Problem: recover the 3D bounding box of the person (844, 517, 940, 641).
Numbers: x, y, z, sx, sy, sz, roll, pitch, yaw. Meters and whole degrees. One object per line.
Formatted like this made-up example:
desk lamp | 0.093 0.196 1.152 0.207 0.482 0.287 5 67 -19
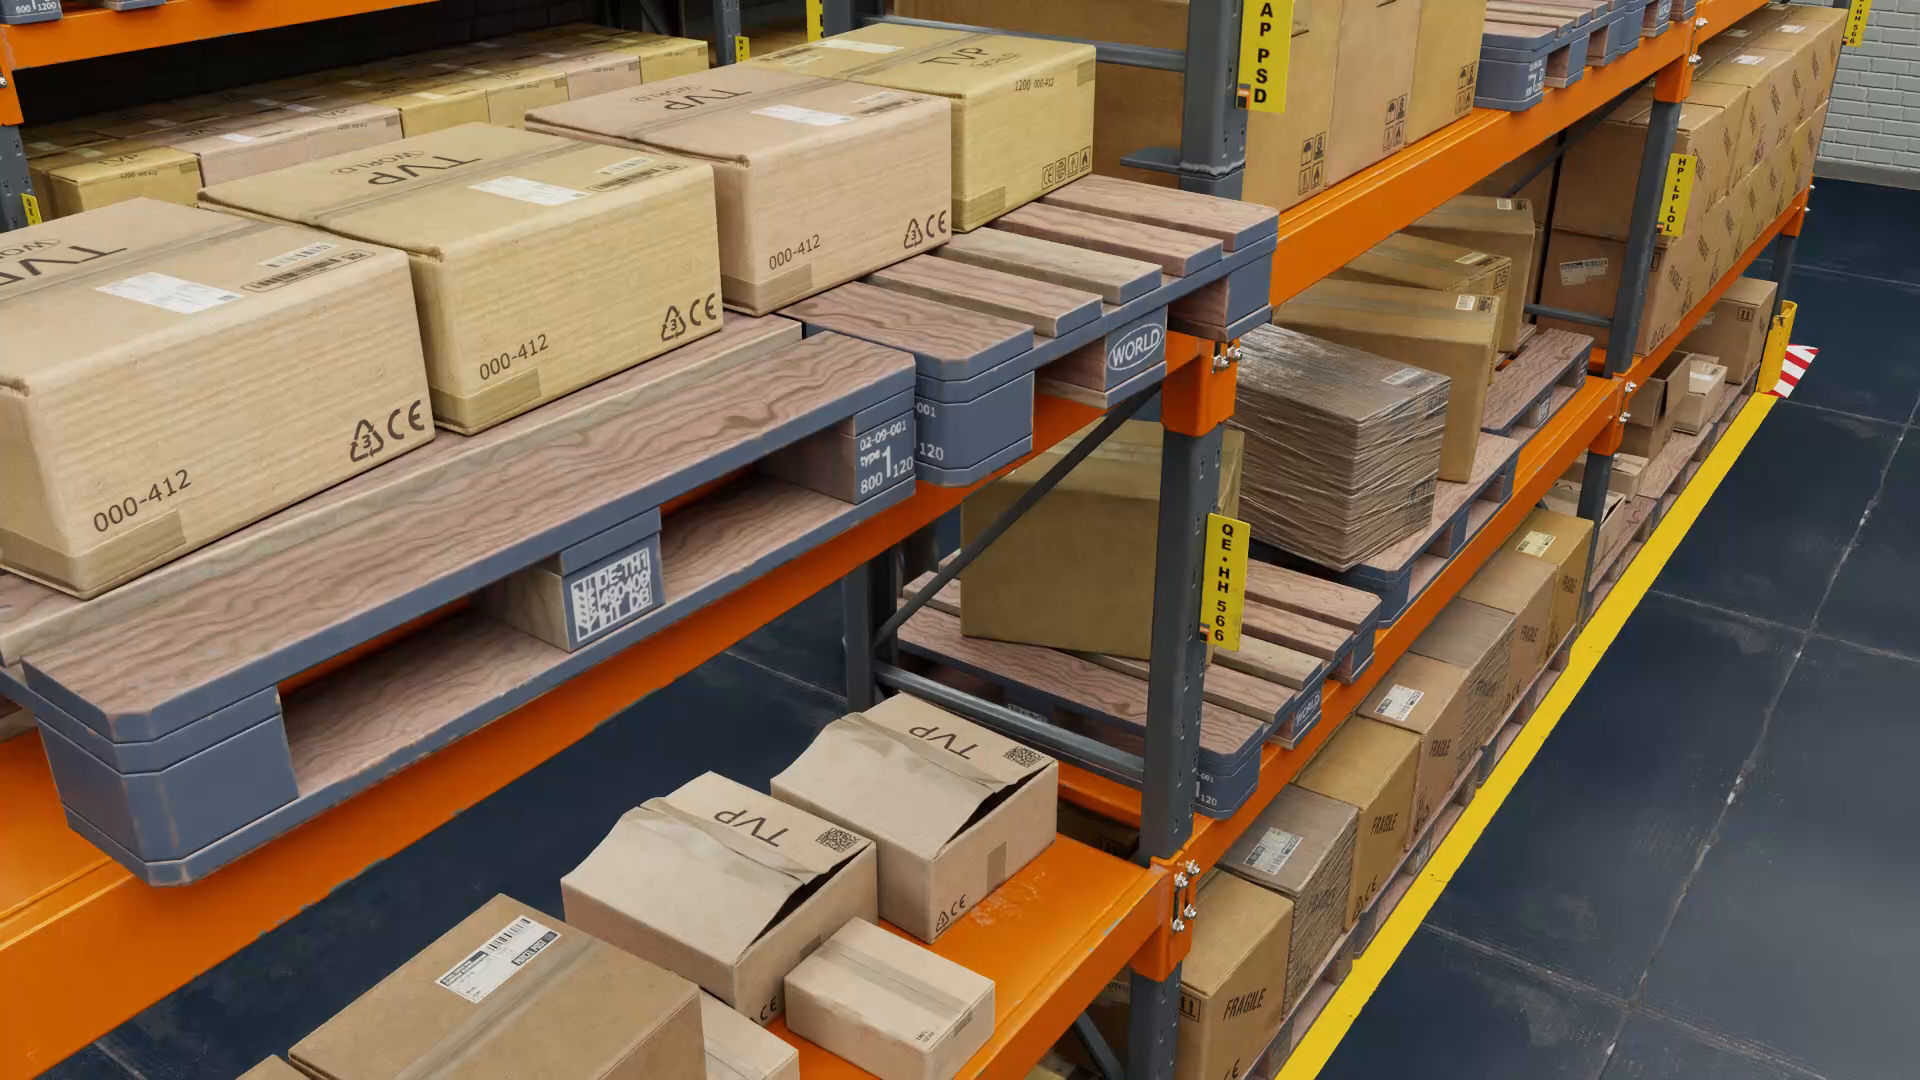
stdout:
person | -0.309 -0.319 7.199 0.529 1.786 0.527 -22 34 -37
